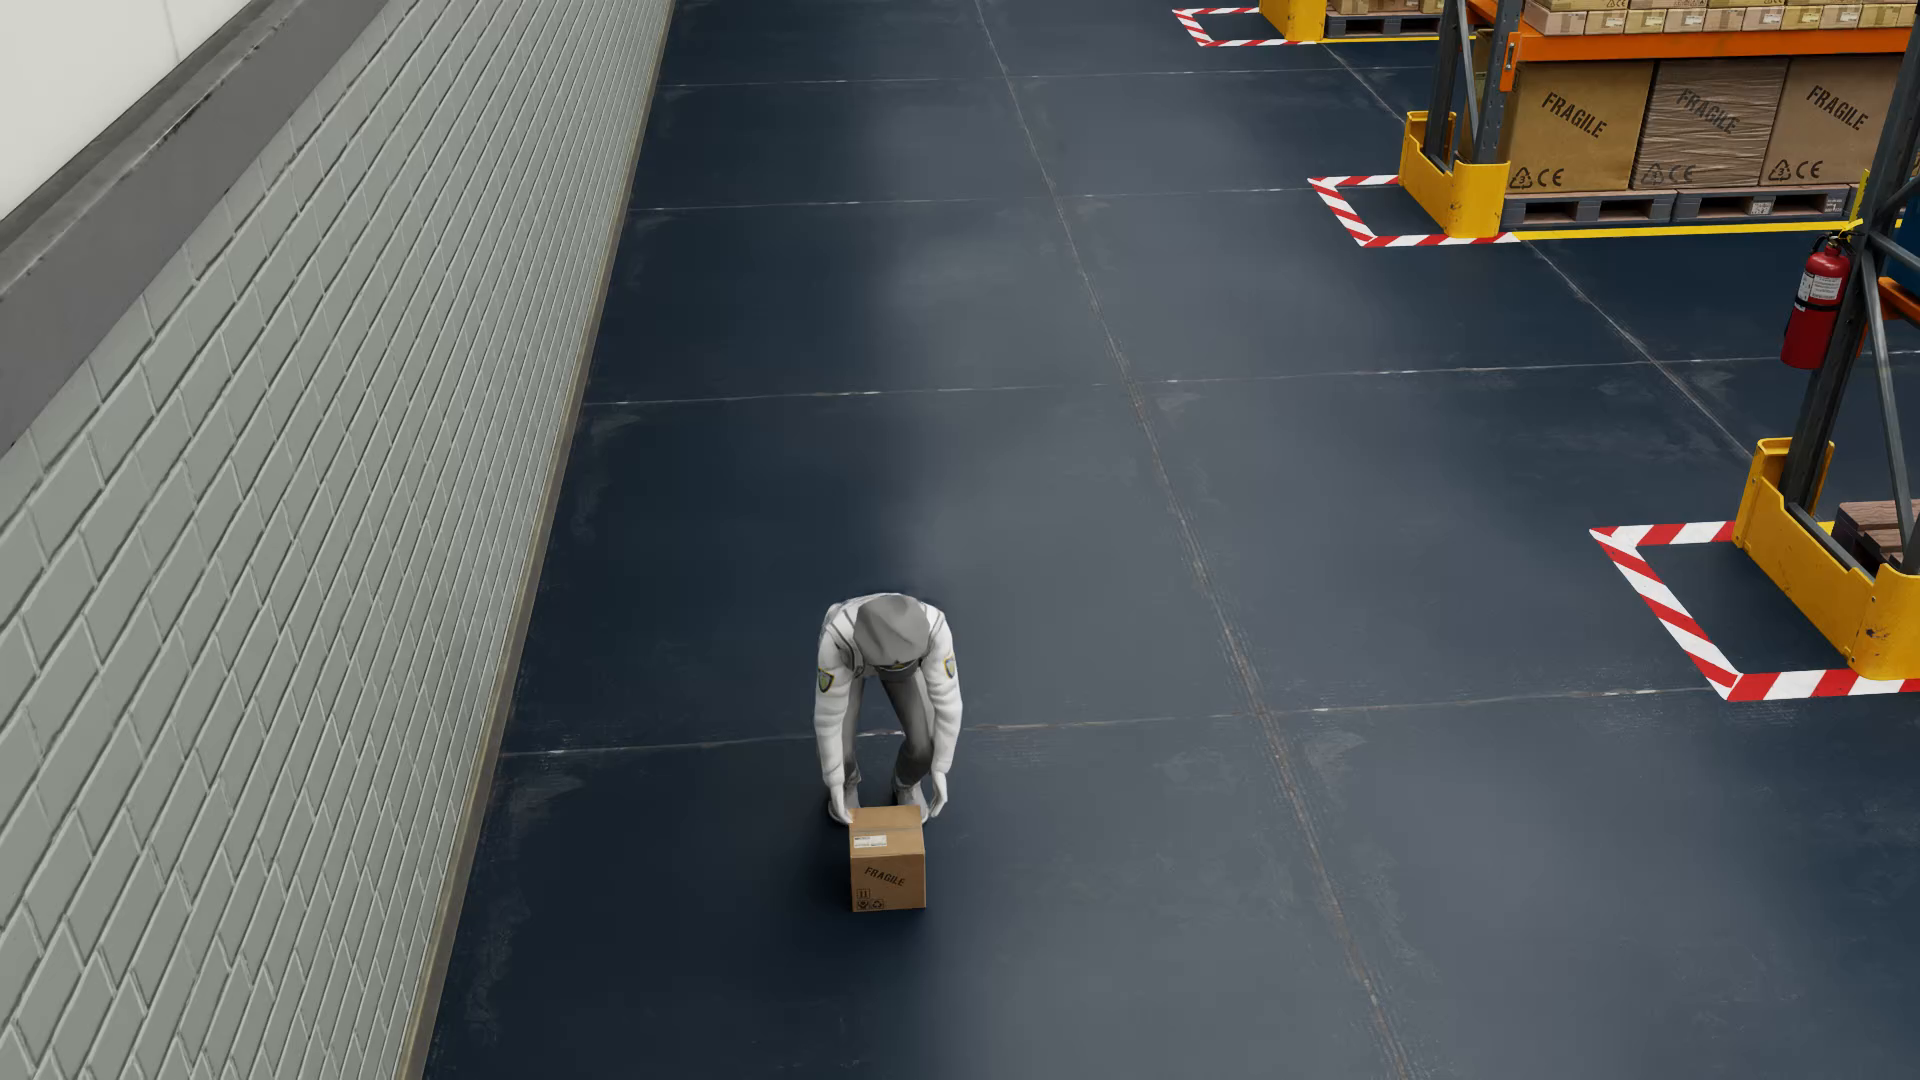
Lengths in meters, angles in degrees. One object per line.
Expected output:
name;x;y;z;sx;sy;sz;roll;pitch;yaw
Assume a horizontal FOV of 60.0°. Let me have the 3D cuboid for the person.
person;-0.256;0.547;5.784;0.510;1.098;0.819;-3;31;-5
